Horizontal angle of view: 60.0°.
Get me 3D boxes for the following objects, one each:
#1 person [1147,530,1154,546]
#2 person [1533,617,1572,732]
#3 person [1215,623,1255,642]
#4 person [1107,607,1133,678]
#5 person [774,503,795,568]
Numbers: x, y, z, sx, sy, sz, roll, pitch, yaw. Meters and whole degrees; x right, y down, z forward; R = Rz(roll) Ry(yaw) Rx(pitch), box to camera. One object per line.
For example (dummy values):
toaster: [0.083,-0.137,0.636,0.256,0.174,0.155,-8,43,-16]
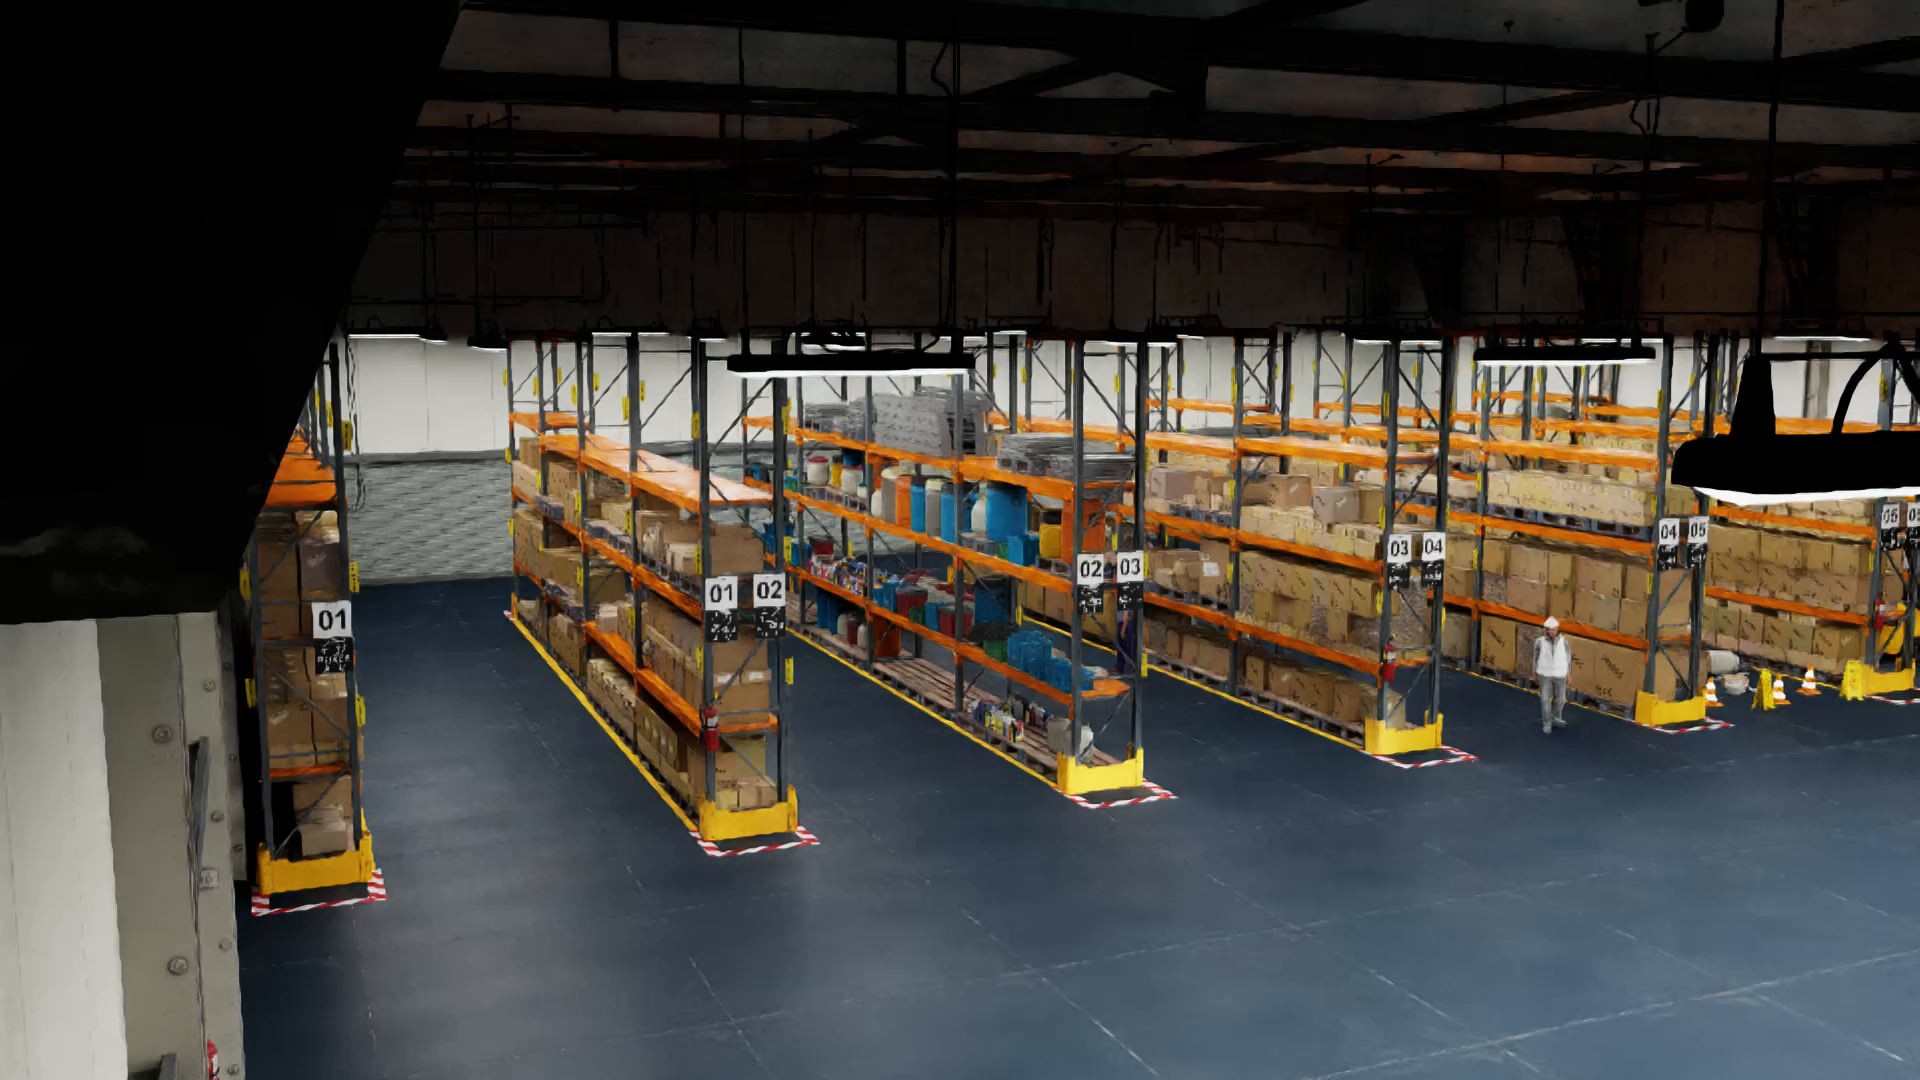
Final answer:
person: [4.925,-0.546,44.525,0.533,1.671,0.516,2,8,15]
person: [9.023,2.025,25.345,0.579,1.760,0.566,2,8,13]
person: [5.253,1.144,31.960,0.542,1.675,1.126,-3,8,-20]
person: [2.871,1.551,29.137,0.567,1.641,0.611,0,8,1]
person: [-4.353,-0.079,41.051,0.456,1.654,0.626,2,8,12]
